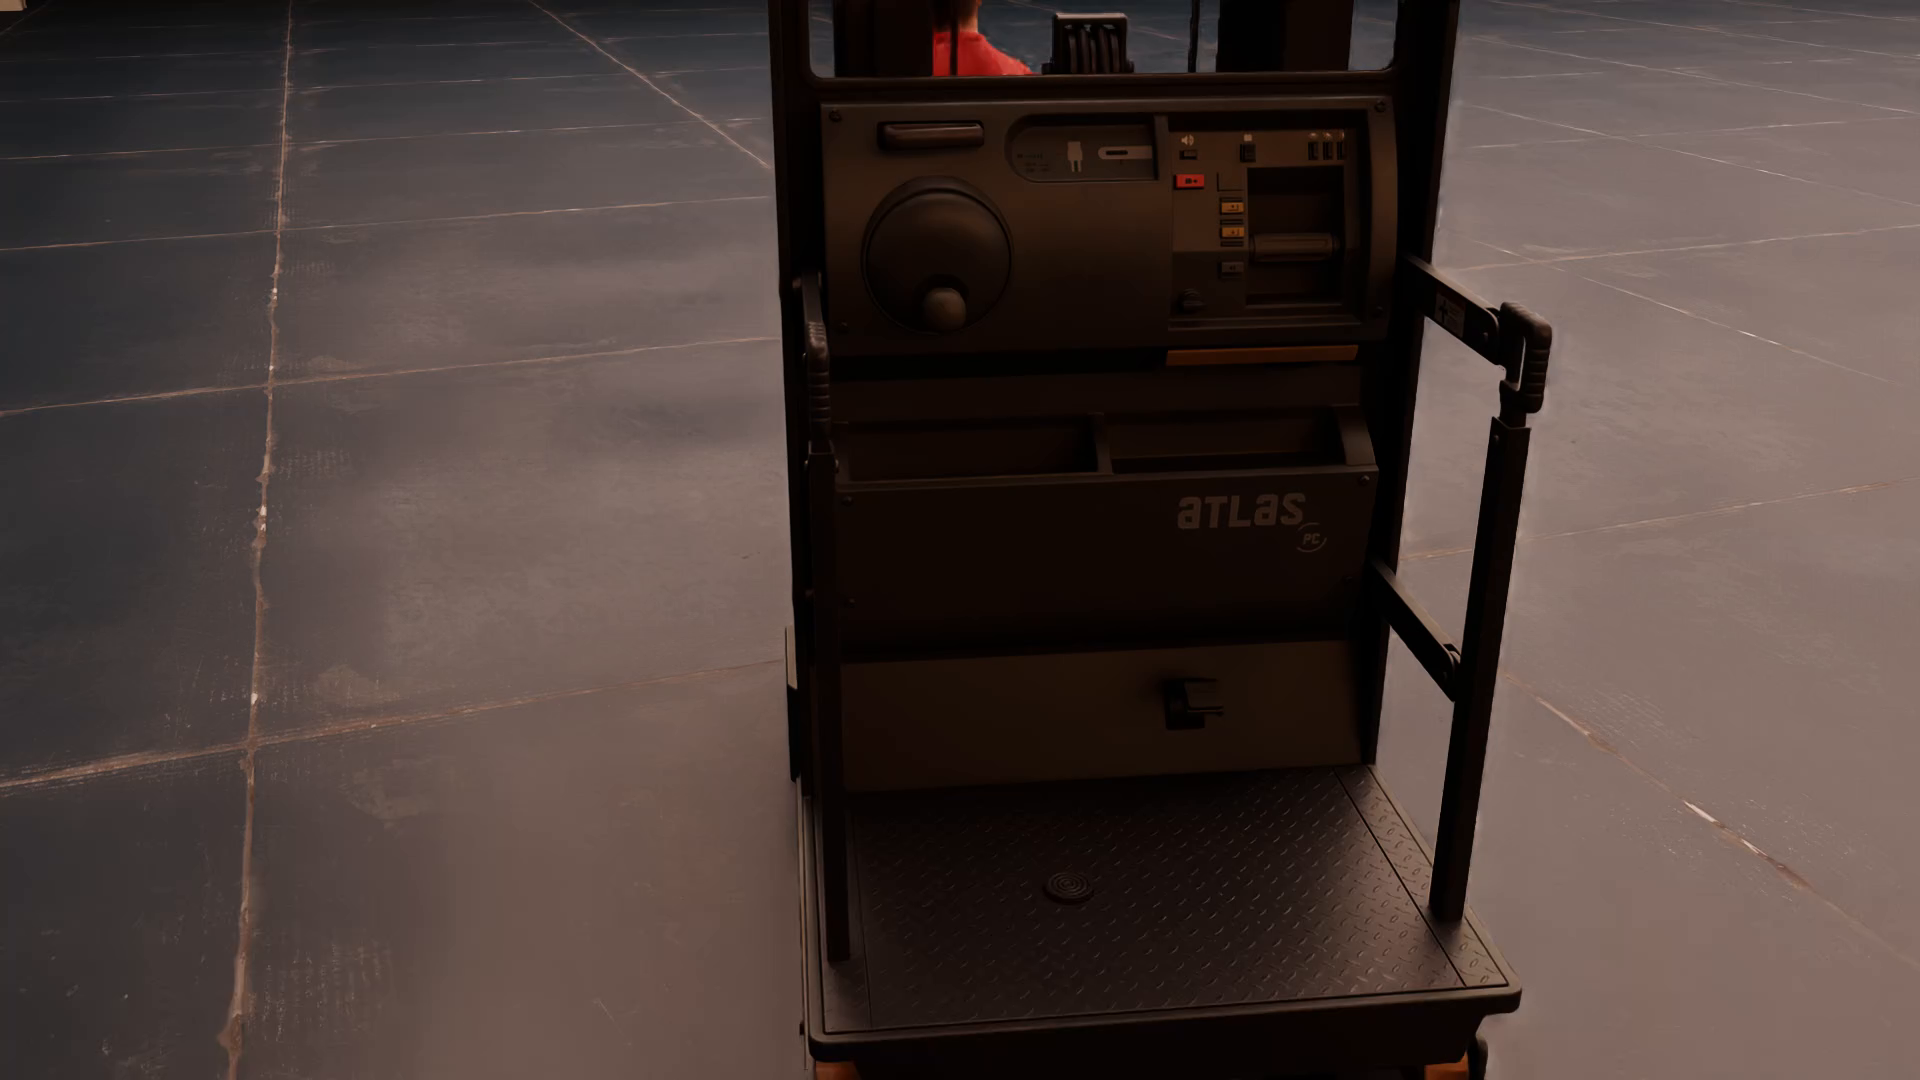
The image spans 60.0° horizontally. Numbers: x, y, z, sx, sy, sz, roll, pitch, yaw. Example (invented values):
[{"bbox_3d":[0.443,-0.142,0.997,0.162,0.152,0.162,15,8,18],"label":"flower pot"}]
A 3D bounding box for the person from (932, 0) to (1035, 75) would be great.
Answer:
[{"bbox_3d":[-0.047,-0.831,4.889,0.687,1.711,0.566,-6,24,-14],"label":"person"}]

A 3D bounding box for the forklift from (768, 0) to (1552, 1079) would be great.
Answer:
[{"bbox_3d":[0.270,-0.495,2.476,1.130,2.935,3.031,-2,23,-6],"label":"forklift"}]
